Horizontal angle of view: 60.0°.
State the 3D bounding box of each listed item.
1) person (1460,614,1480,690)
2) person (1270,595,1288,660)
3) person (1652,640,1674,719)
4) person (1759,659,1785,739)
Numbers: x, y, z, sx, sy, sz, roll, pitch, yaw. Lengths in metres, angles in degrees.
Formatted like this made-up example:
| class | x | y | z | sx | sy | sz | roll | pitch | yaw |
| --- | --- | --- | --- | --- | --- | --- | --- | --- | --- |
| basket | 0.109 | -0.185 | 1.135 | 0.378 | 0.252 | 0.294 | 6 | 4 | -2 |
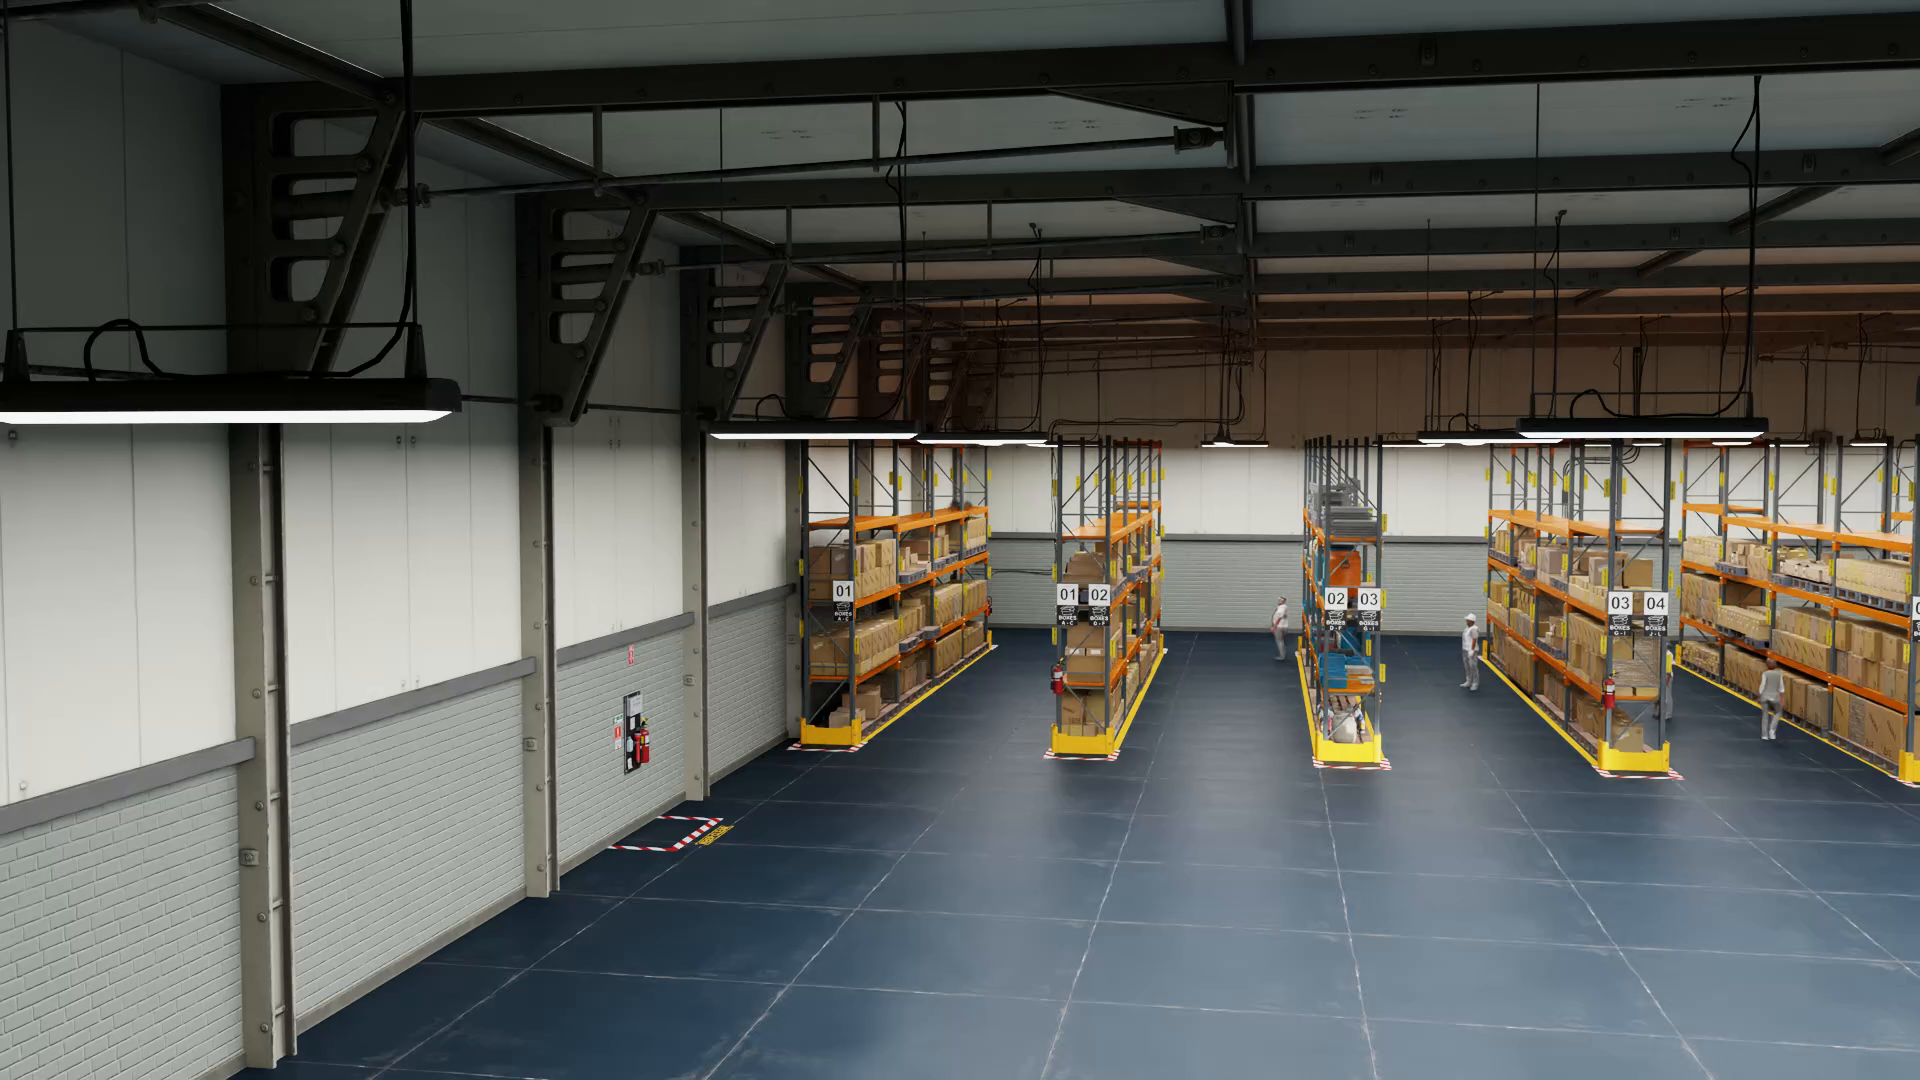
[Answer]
| class | x | y | z | sx | sy | sz | roll | pitch | yaw |
| --- | --- | --- | --- | --- | --- | --- | --- | --- | --- |
| person | 12.266 | 2.680 | 39.953 | 0.403 | 1.816 | 0.568 | -1 | 3 | -17 |
| person | 8.700 | 2.417 | 45.265 | 0.588 | 1.848 | 0.490 | -3 | 4 | -40 |
| person | 15.049 | 2.947 | 35.589 | 0.370 | 1.698 | 0.477 | -1 | 3 | -17 |
| person | 15.996 | 3.137 | 32.774 | 0.469 | 1.598 | 0.431 | 3 | 4 | 41 |
